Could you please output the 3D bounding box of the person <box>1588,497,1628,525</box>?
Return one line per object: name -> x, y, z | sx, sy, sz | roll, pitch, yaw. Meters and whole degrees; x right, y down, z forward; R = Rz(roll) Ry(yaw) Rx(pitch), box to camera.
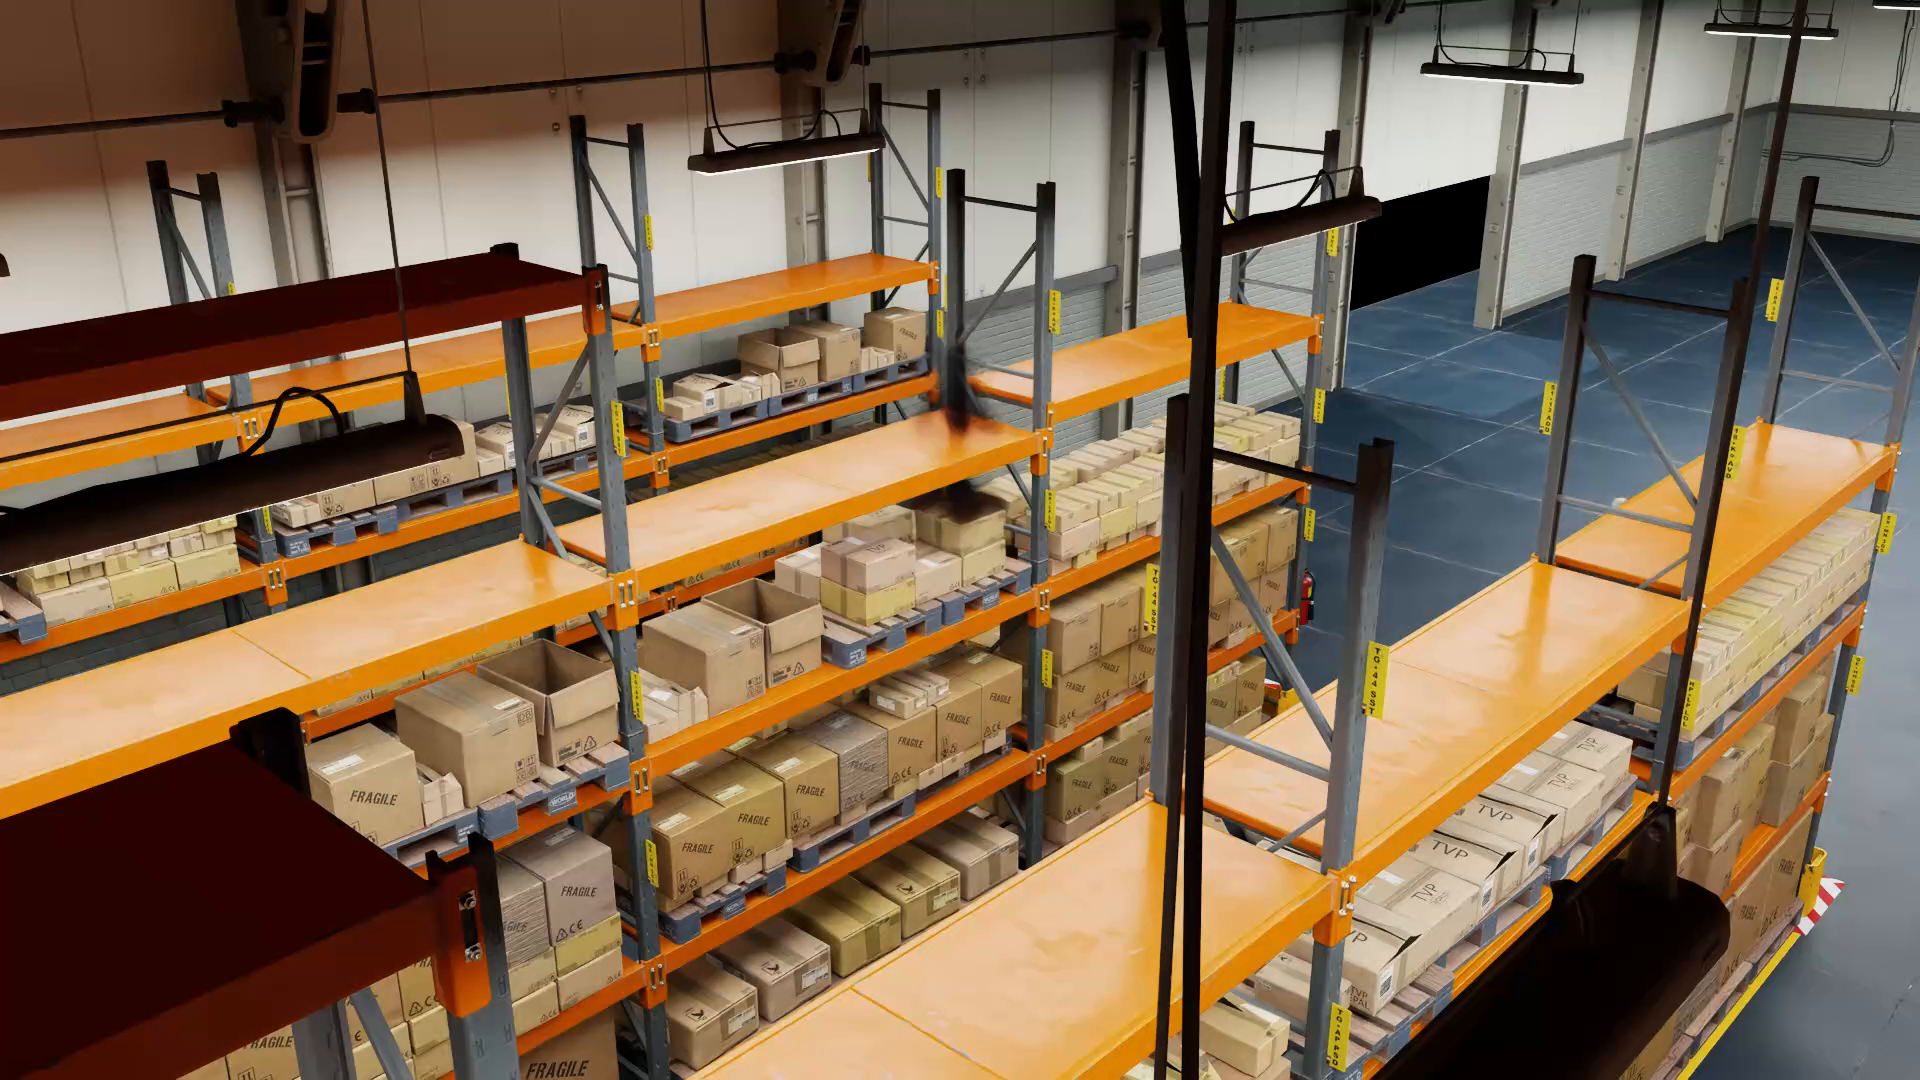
person -> 7.305, 0.447, 18.638 | 0.729, 1.718, 1.017 | 6, 22, 15
